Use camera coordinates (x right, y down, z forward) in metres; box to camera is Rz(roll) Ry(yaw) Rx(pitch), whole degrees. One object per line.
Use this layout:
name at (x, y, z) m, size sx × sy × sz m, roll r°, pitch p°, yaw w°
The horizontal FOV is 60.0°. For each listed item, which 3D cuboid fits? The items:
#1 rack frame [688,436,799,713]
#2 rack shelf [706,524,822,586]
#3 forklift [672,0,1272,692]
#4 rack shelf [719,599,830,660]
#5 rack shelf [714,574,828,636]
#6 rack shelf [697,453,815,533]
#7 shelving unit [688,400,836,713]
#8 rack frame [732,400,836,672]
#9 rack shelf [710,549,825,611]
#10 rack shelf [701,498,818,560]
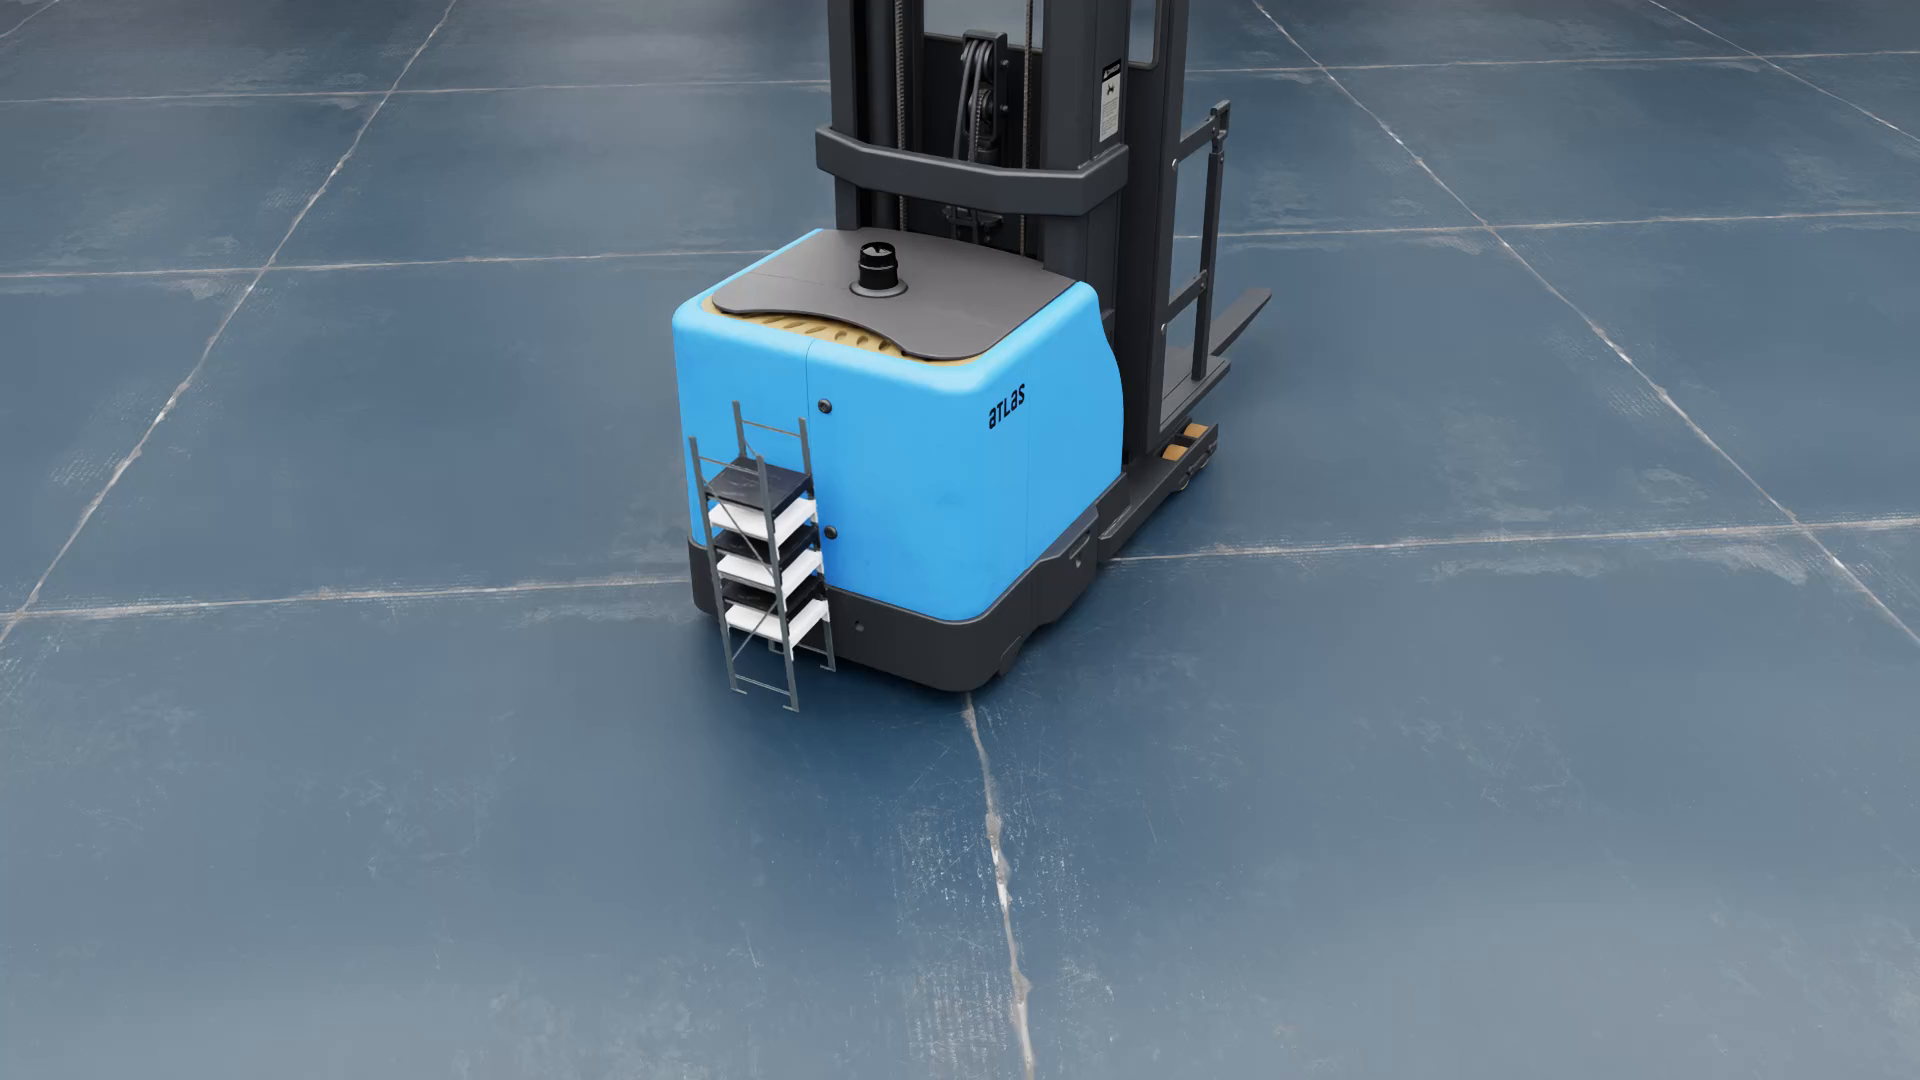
rack frame at (-0.602, 0.114, 4.685) m, size 0.240 × 0.900 × 0.006 m, roll 16°, pitch 40°, yaw 24°
rack shelf at (-0.556, 0.014, 4.723) m, size 0.258 × 0.077 × 0.200 m, roll 16°, pitch 40°, yaw 24°
forklift at (0.306, -1.541, 5.472) m, size 1.130 × 2.935 × 3.031 m, roll 16°, pitch 34°, yaw 25°
rack shelf at (-0.543, 0.232, 4.881) m, size 0.258 × 0.077 × 0.200 m, roll 16°, pitch 40°, yaw 24°
rack shelf at (-0.547, 0.160, 4.828) m, size 0.258 × 0.077 × 0.200 m, roll 16°, pitch 40°, yaw 24°
rack shelf at (-0.565, -0.132, 4.617) m, size 0.258 × 0.077 × 0.200 m, roll 16°, pitch 40°, yaw 24°
shelving unit at (-0.553, 0.060, 4.756) m, size 0.258 × 0.900 × 0.210 m, roll 16°, pitch 40°, yaw 24°
rack frame at (-0.505, 0.006, 4.827) m, size 0.240 × 0.900 × 0.006 m, roll 16°, pitch 40°, yaw 24°
rack shelf at (-0.552, 0.087, 4.775) m, size 0.258 × 0.077 × 0.200 m, roll 16°, pitch 40°, yaw 24°
rack shelf at (-0.560, -0.059, 4.670) m, size 0.258 × 0.077 × 0.200 m, roll 16°, pitch 40°, yaw 24°
